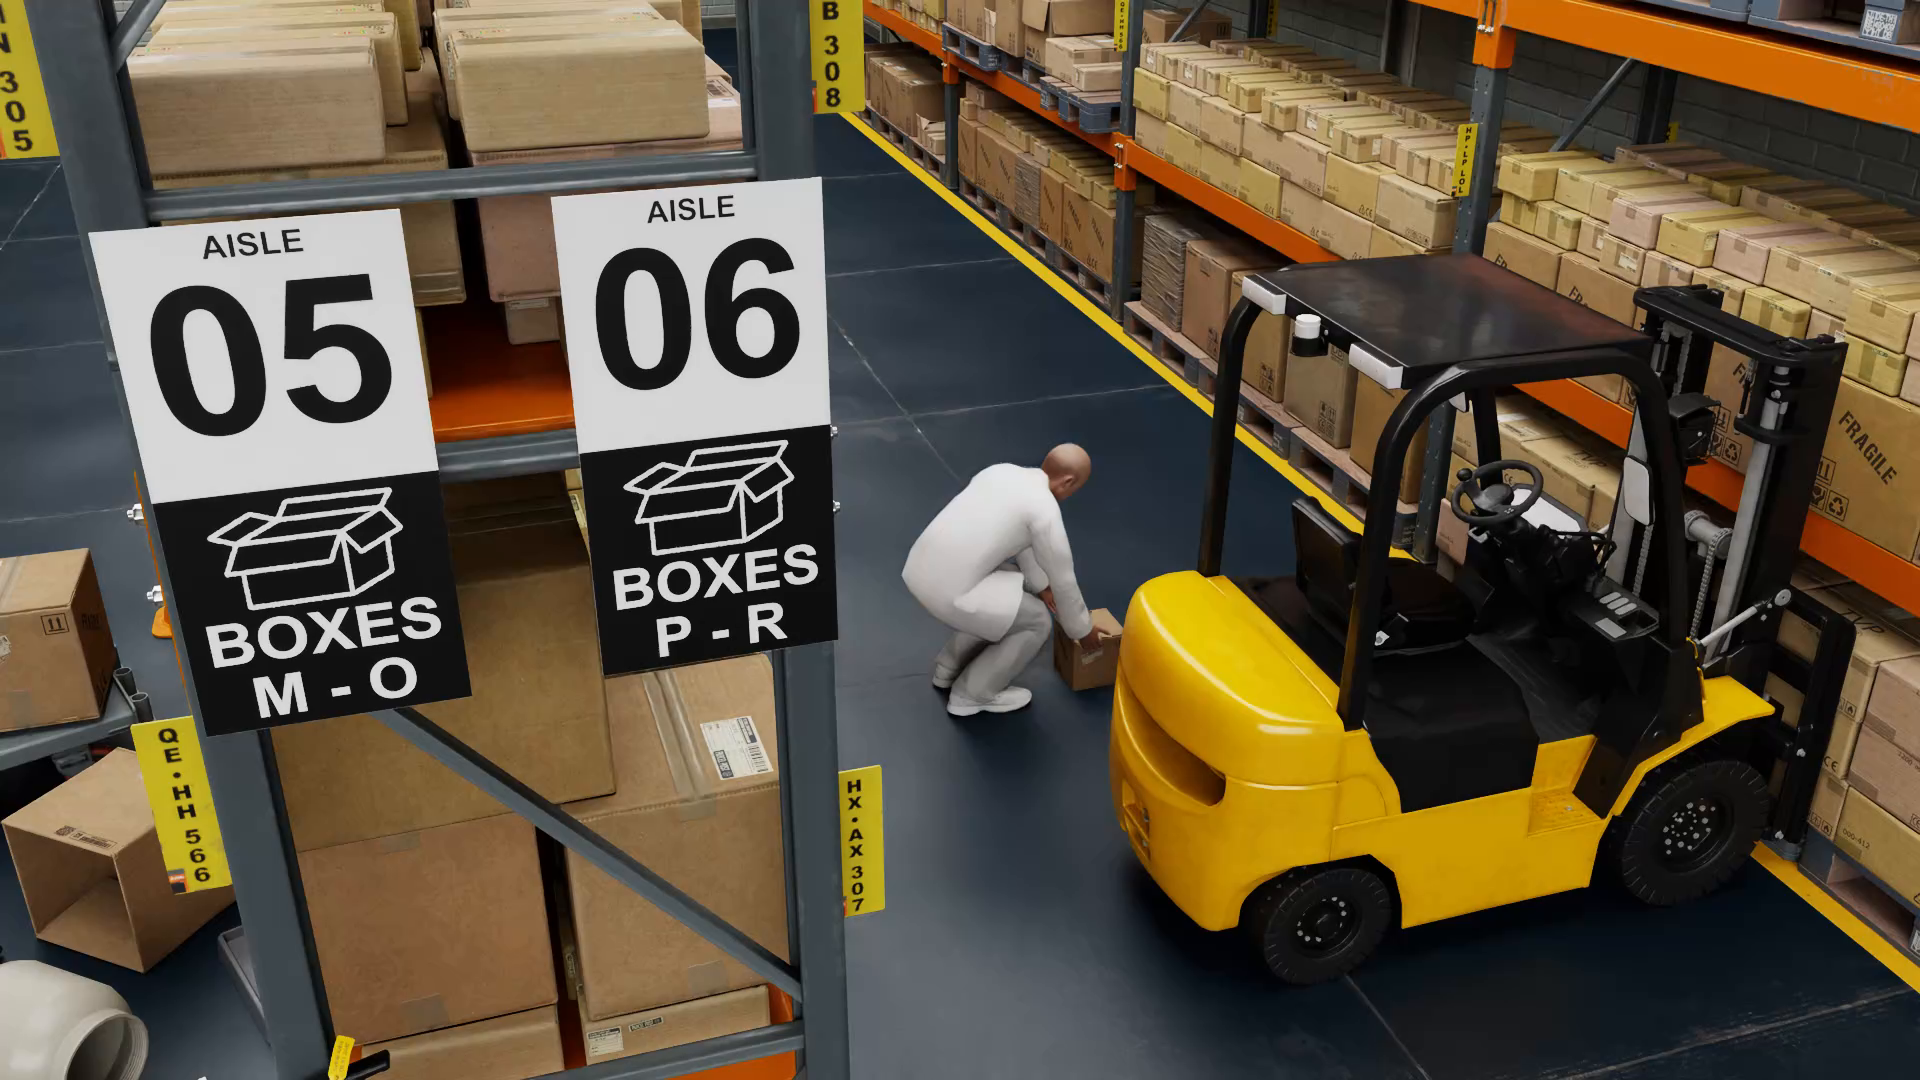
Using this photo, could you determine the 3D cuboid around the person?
[{"bbox_3d":[0.175,0.152,7.094,0.865,1.099,0.616,-8,27,-16],"label":"person"}]
